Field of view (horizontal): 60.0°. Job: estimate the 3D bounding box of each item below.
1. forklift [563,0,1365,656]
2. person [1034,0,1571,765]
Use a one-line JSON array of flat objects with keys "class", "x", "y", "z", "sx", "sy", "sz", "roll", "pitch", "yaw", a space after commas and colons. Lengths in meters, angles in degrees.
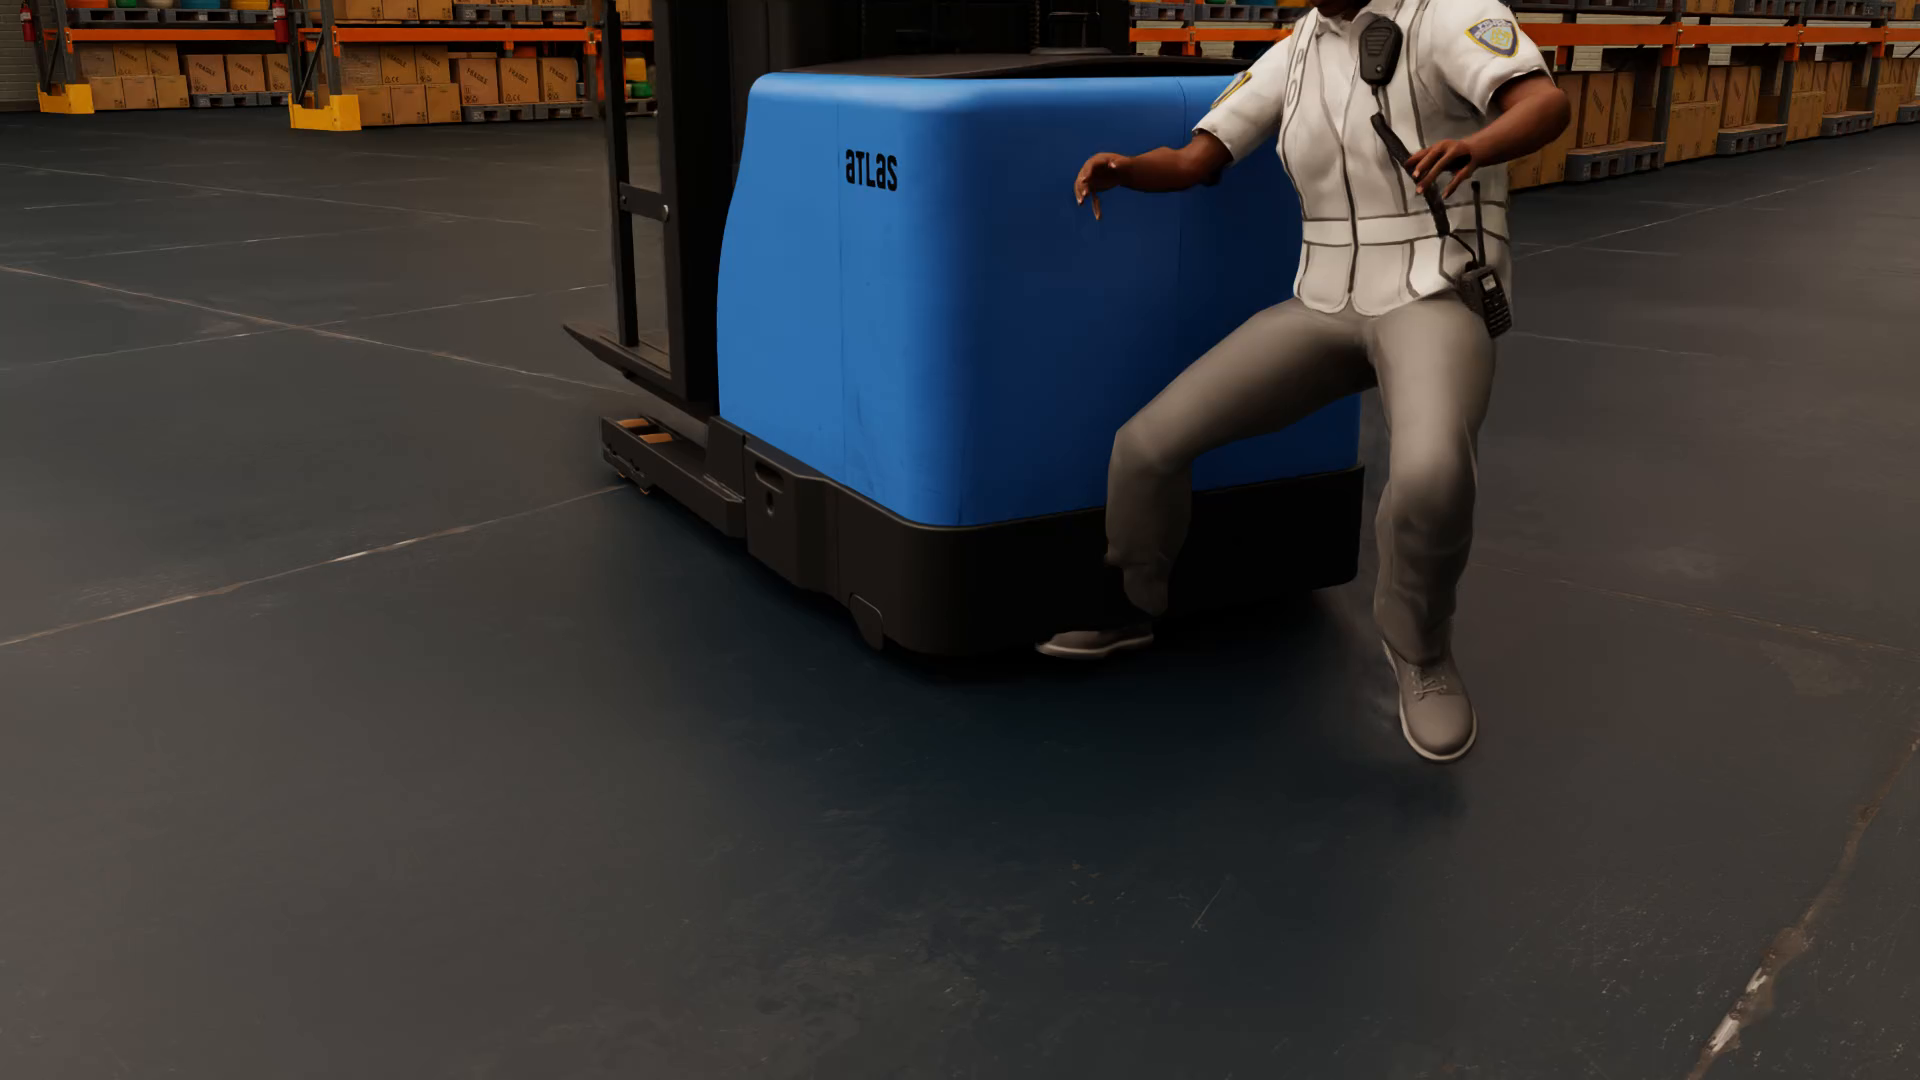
[{"class": "forklift", "x": -0.312, "y": -1.572, "z": 4.073, "sx": 1.130, "sy": 2.935, "sz": 3.031, "roll": -9, "pitch": 19, "yaw": -27}, {"class": "person", "x": 0.560, "y": -0.393, "z": 2.753, "sx": 0.743, "sy": 1.437, "sz": 0.879, "roll": -13, "pitch": 21, "yaw": -36}]
